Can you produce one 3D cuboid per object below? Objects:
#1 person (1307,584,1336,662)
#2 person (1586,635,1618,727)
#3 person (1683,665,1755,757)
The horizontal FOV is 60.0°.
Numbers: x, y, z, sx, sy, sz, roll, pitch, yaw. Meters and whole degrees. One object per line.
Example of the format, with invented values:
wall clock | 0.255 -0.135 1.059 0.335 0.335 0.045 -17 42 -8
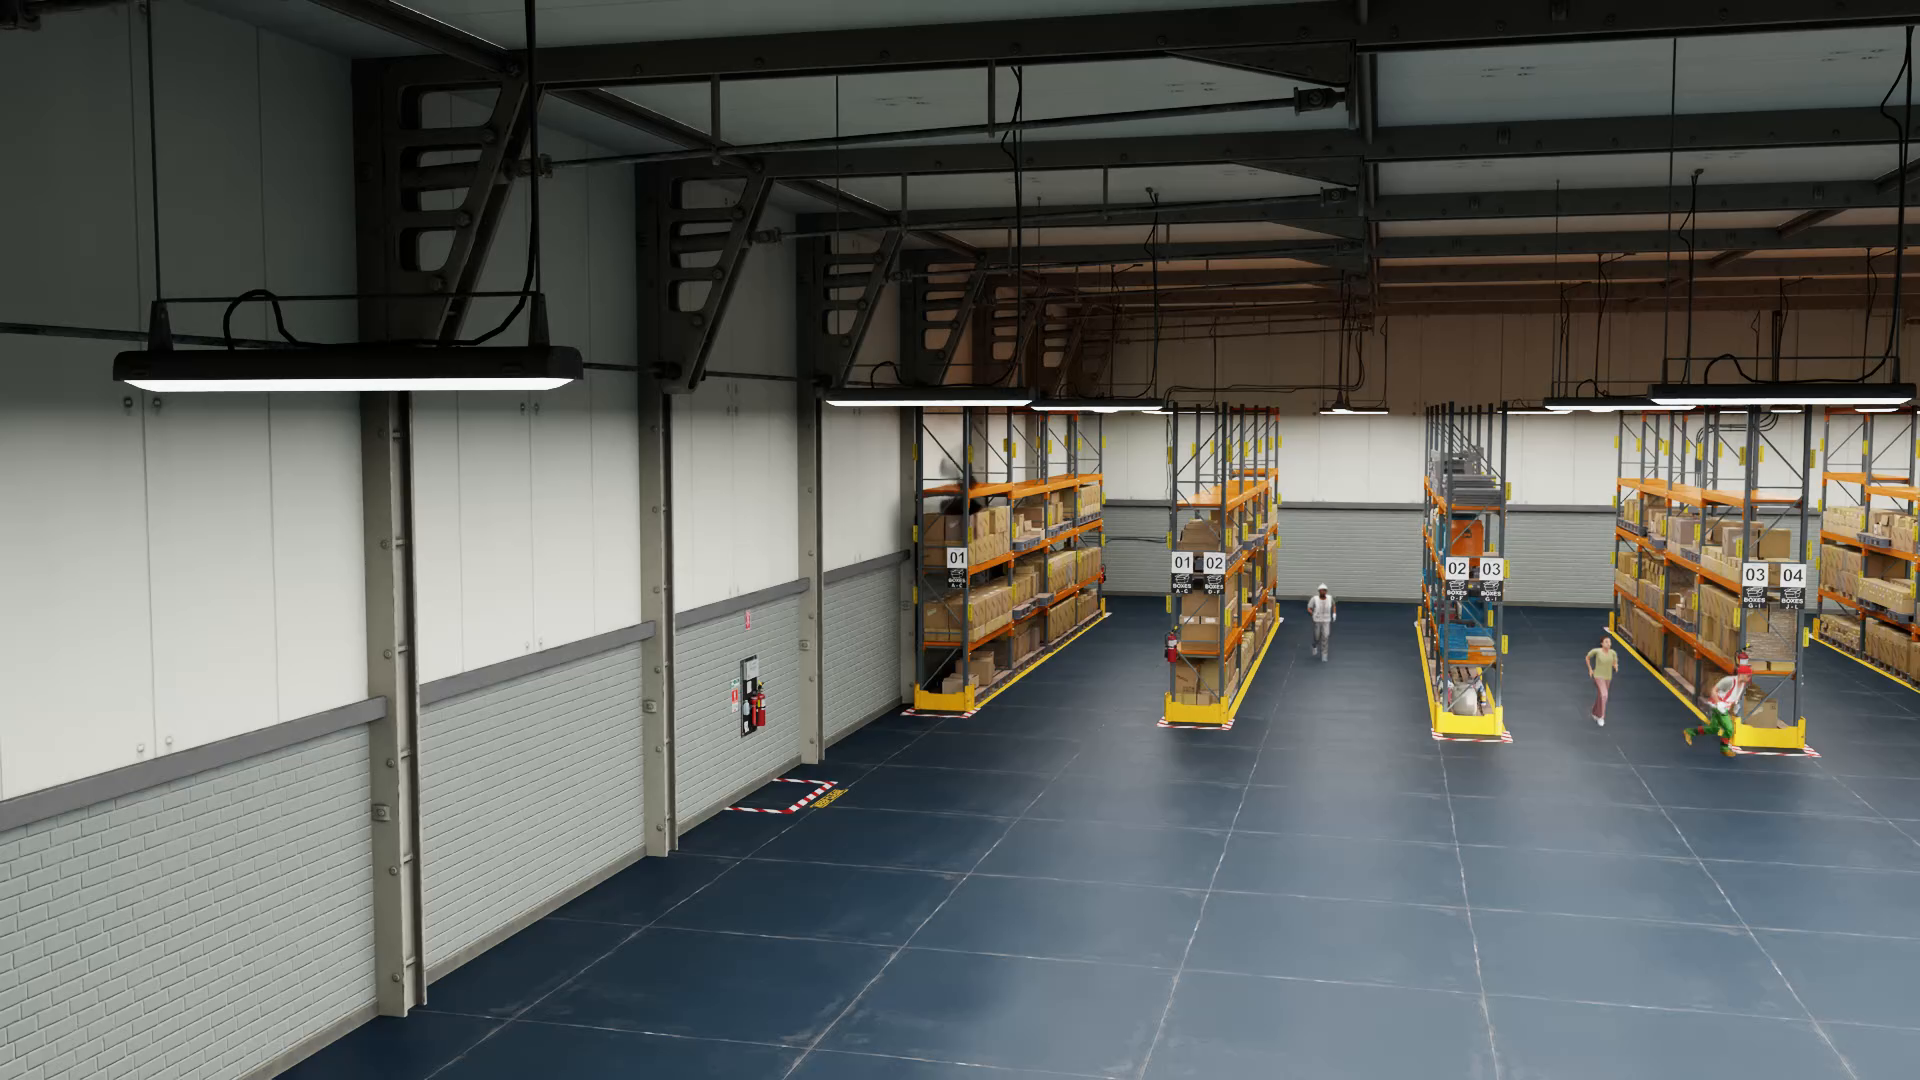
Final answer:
person | 8.546 1.934 39.282 0.708 1.789 0.852 0 4 0
person | 12.002 2.611 31.056 0.514 1.696 0.798 -1 4 -8
person | 12.882 2.863 28.232 0.659 1.573 1.152 -3 5 -38
